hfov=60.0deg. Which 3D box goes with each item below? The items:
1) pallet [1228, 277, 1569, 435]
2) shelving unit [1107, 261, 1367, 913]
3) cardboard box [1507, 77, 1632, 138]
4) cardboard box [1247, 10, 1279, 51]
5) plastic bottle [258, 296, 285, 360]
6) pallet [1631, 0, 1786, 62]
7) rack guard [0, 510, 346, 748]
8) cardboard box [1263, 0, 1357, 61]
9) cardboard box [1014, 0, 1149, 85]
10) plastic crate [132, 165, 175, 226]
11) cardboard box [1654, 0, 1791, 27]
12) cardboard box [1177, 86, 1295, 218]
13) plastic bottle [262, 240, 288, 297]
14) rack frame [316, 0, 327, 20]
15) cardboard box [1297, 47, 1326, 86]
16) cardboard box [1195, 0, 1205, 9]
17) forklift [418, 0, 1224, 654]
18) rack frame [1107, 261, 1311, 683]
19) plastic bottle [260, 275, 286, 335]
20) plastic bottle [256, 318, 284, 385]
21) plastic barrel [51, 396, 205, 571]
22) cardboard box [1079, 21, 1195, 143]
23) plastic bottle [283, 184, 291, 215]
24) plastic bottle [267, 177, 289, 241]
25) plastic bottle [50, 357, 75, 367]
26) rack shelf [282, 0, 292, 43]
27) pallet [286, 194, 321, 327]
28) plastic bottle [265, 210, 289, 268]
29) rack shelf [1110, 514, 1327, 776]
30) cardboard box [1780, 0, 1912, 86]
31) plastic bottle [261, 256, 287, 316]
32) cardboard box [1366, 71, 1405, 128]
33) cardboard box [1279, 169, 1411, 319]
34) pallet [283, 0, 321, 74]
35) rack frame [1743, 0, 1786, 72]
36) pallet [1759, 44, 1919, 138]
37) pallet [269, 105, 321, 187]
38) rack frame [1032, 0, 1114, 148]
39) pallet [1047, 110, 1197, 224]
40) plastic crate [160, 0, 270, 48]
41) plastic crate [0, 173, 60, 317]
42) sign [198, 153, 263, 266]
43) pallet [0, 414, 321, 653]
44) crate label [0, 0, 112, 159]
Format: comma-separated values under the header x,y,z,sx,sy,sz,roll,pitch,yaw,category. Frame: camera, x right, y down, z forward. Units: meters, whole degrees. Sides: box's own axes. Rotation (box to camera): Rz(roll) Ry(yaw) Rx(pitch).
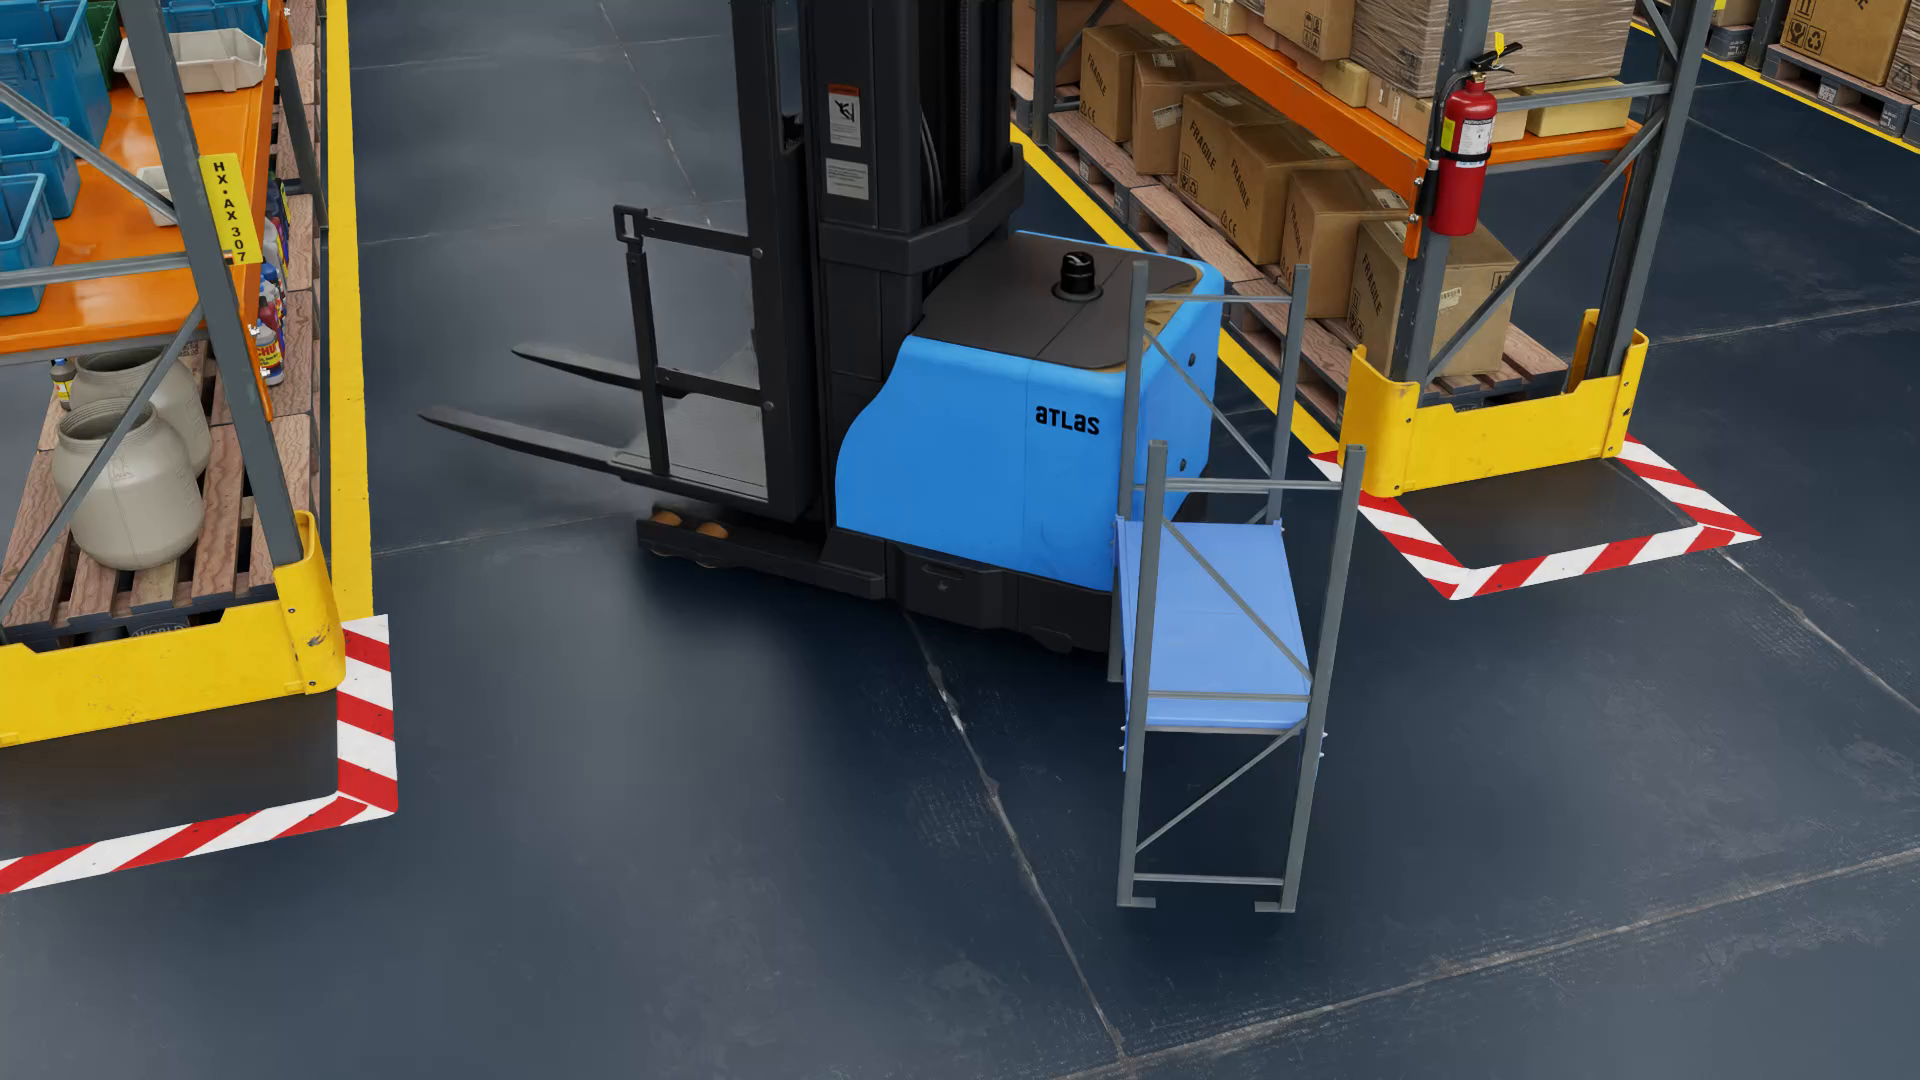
x,y,z,sx,sy,sz,roll,pitch,yaw,category
1.901,-0.865,7.368,1.003,0.211,1.213,-10,35,-15,pallet
0.716,0.126,4.700,0.538,1.500,1.048,2,33,2,shelving unit
2.279,-1.641,6.240,0.380,0.149,0.250,-10,35,-15,cardboard box
1.458,-2.220,7.116,0.380,0.149,0.250,-10,35,-15,cardboard box
-2.886,-0.900,6.955,0.061,0.283,0.133,-9,35,-14,plastic bottle
5.366,-3.666,11.607,1.003,0.211,1.213,-10,35,-15,pallet
-2.646,0.288,5.361,1.175,0.500,0.348,-10,35,-15,rack guard
1.730,-2.258,6.585,0.875,0.500,0.500,-10,35,-15,cardboard box
0.752,-3.123,10.123,0.700,0.500,0.500,-13,36,-18,cardboard box
-2.545,-1.137,5.489,0.298,0.136,0.250,-10,35,-15,plastic crate
5.398,-3.985,11.219,1.050,0.750,0.750,-10,35,-15,cardboard box
1.449,-1.960,8.381,0.500,0.500,0.500,-13,36,-19,cardboard box
-3.124,-1.224,7.454,0.152,0.276,0.135,-9,35,-14,plastic bottle
-5.018,-4.923,10.980,1.000,3.000,0.127,-10,35,-15,rack frame
1.593,-1.954,6.714,0.380,0.149,0.250,-10,35,-15,cardboard box
1.288,-2.479,7.509,0.380,0.149,0.250,-10,35,-15,cardboard box
-0.636,-1.369,5.663,3.031,2.935,1.130,14,36,20,forklift
0.741,-0.154,5.123,0.500,1.500,0.032,2,33,2,rack frame
-2.969,-1.005,7.126,0.097,0.271,0.097,0,33,0,plastic bottle
-2.834,-0.773,6.774,0.097,0.271,0.097,0,33,0,plastic bottle
-2.852,-0.193,5.697,0.421,0.512,0.421,0,33,0,plastic barrel
1.003,-2.572,9.307,0.500,0.500,0.500,-11,35,-16,cardboard box
-3.391,-1.701,8.243,0.097,0.201,0.097,0,33,0,plastic bottle
-3.327,-1.612,7.972,0.144,0.351,0.185,-11,35,-16,plastic bottle
-3.609,-0.722,6.687,0.061,0.283,0.133,-9,35,-14,plastic bottle
-4.408,-3.573,9.589,1.077,0.370,4.000,-10,35,-15,rack shelf
-3.633,-1.300,8.026,1.003,0.211,1.213,-10,35,-15,pallet
-3.179,-1.405,7.720,0.061,0.283,0.133,-8,34,-12,plastic bottle
0.716,0.276,4.799,0.538,0.185,1.000,2,33,2,rack shelf
5.798,-3.384,10.197,0.875,0.875,0.875,-9,35,-14,cardboard box
-3.031,-1.112,7.287,0.097,0.271,0.097,0,33,0,plastic bottle
1.780,-1.697,6.326,0.380,0.149,0.250,-10,35,-15,cardboard box
1.749,-1.327,7.424,0.500,0.500,0.500,-1,33,-2,cardboard box
-4.819,-3.347,11.123,1.003,0.211,1.213,-10,35,-15,pallet
5.673,-4.437,10.244,1.000,3.000,0.127,-10,35,-15,rack frame
5.831,-2.861,10.389,1.003,0.211,1.213,-10,35,-15,pallet
-4.075,-2.066,9.184,1.003,0.211,1.213,-10,35,-15,pallet
0.919,-3.656,9.062,1.000,3.000,0.127,-10,35,-15,rack frame
1.157,-2.146,9.306,1.003,0.211,1.213,-10,35,-15,pallet
-3.202,-2.226,7.032,0.499,0.251,0.616,-10,35,-15,plastic crate
-3.016,-0.874,4.986,0.499,0.251,0.616,-10,35,-15,plastic crate
-2.053,-0.929,4.684,0.100,0.325,0.005,-10,35,-15,sign
-2.889,-0.019,6.087,1.003,0.211,1.213,-10,35,-15,pallet
-3.397,-1.659,6.007,0.502,0.435,0.616,-10,35,-15,crate label
